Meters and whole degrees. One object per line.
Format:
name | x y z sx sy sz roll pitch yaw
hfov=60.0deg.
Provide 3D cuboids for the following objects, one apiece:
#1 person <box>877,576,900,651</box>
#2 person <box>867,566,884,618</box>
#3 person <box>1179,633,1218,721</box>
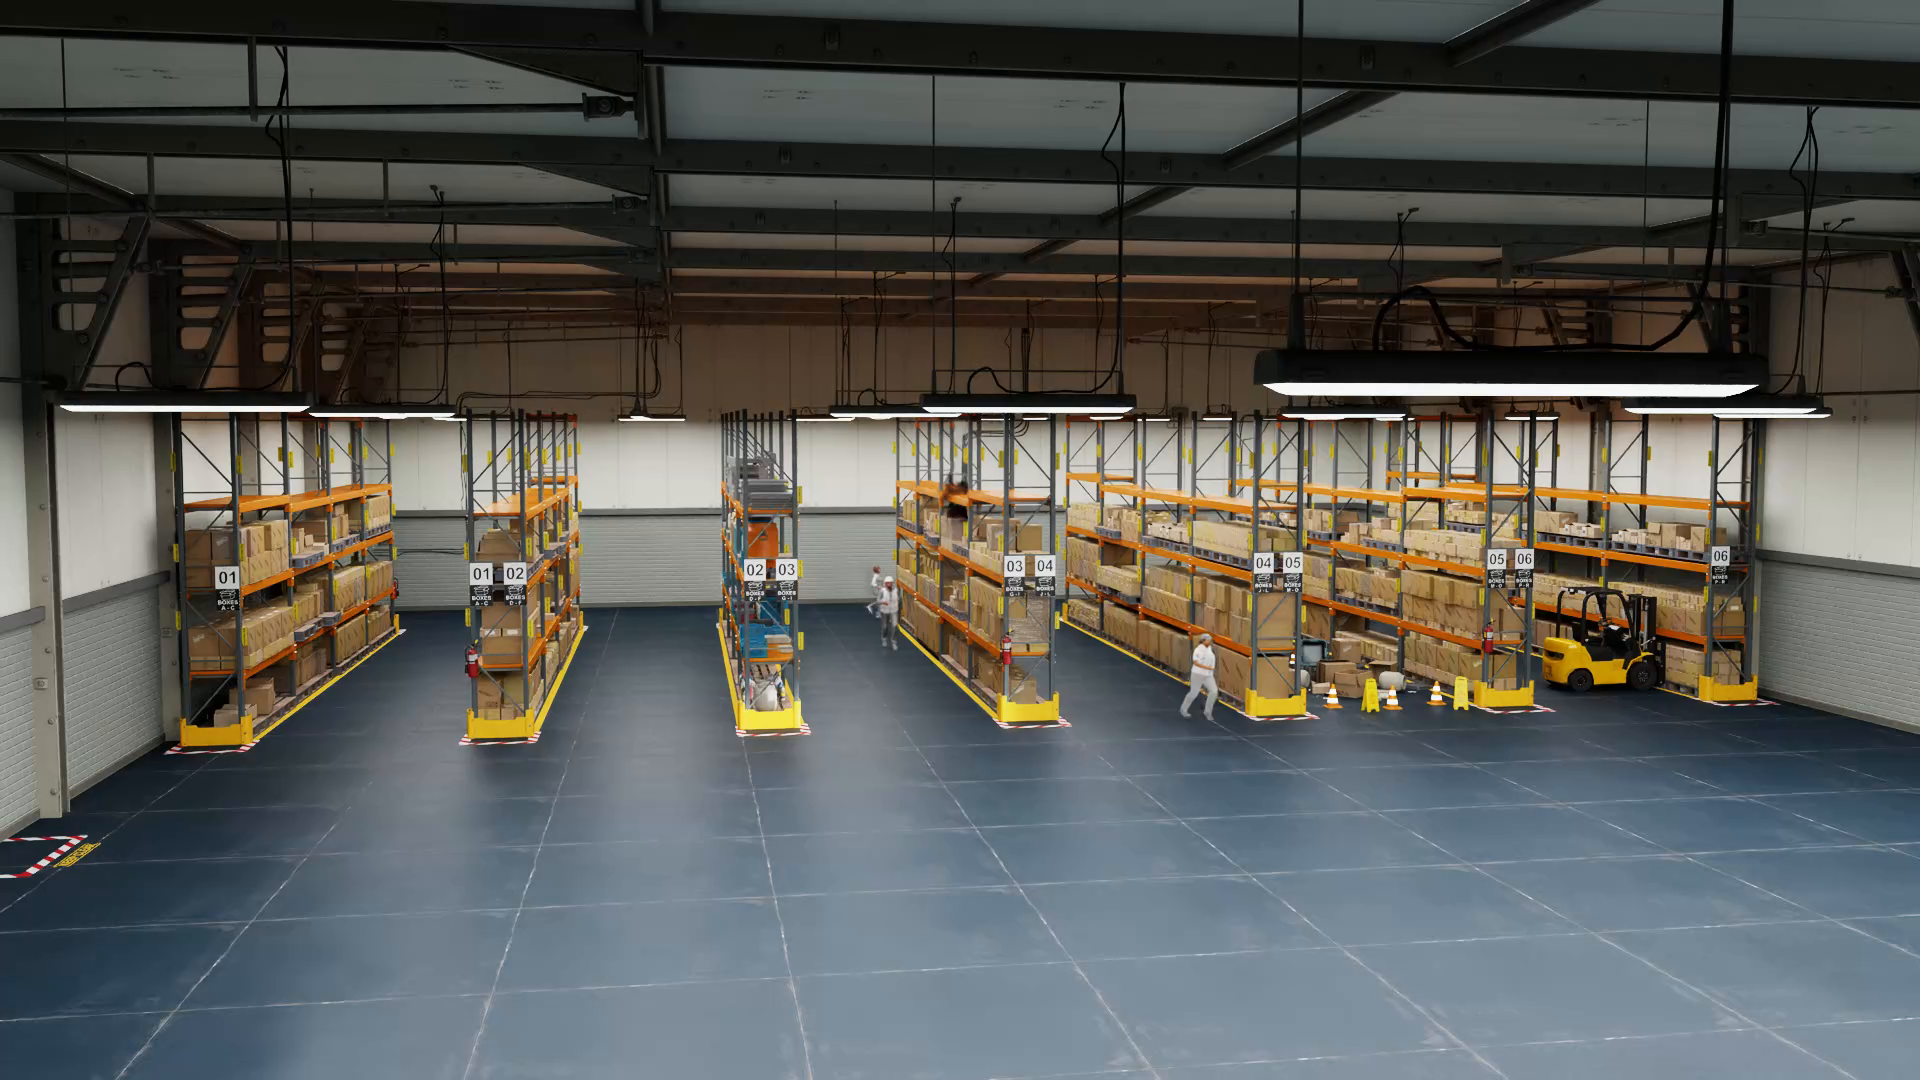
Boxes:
person | -1.748 1.765 40.716 0.610 1.790 0.873 -1 4 -8
person | -2.470 1.570 49.093 0.559 1.458 0.535 1 4 8
person | 4.703 2.664 32.262 0.644 1.729 0.721 -3 5 -41
